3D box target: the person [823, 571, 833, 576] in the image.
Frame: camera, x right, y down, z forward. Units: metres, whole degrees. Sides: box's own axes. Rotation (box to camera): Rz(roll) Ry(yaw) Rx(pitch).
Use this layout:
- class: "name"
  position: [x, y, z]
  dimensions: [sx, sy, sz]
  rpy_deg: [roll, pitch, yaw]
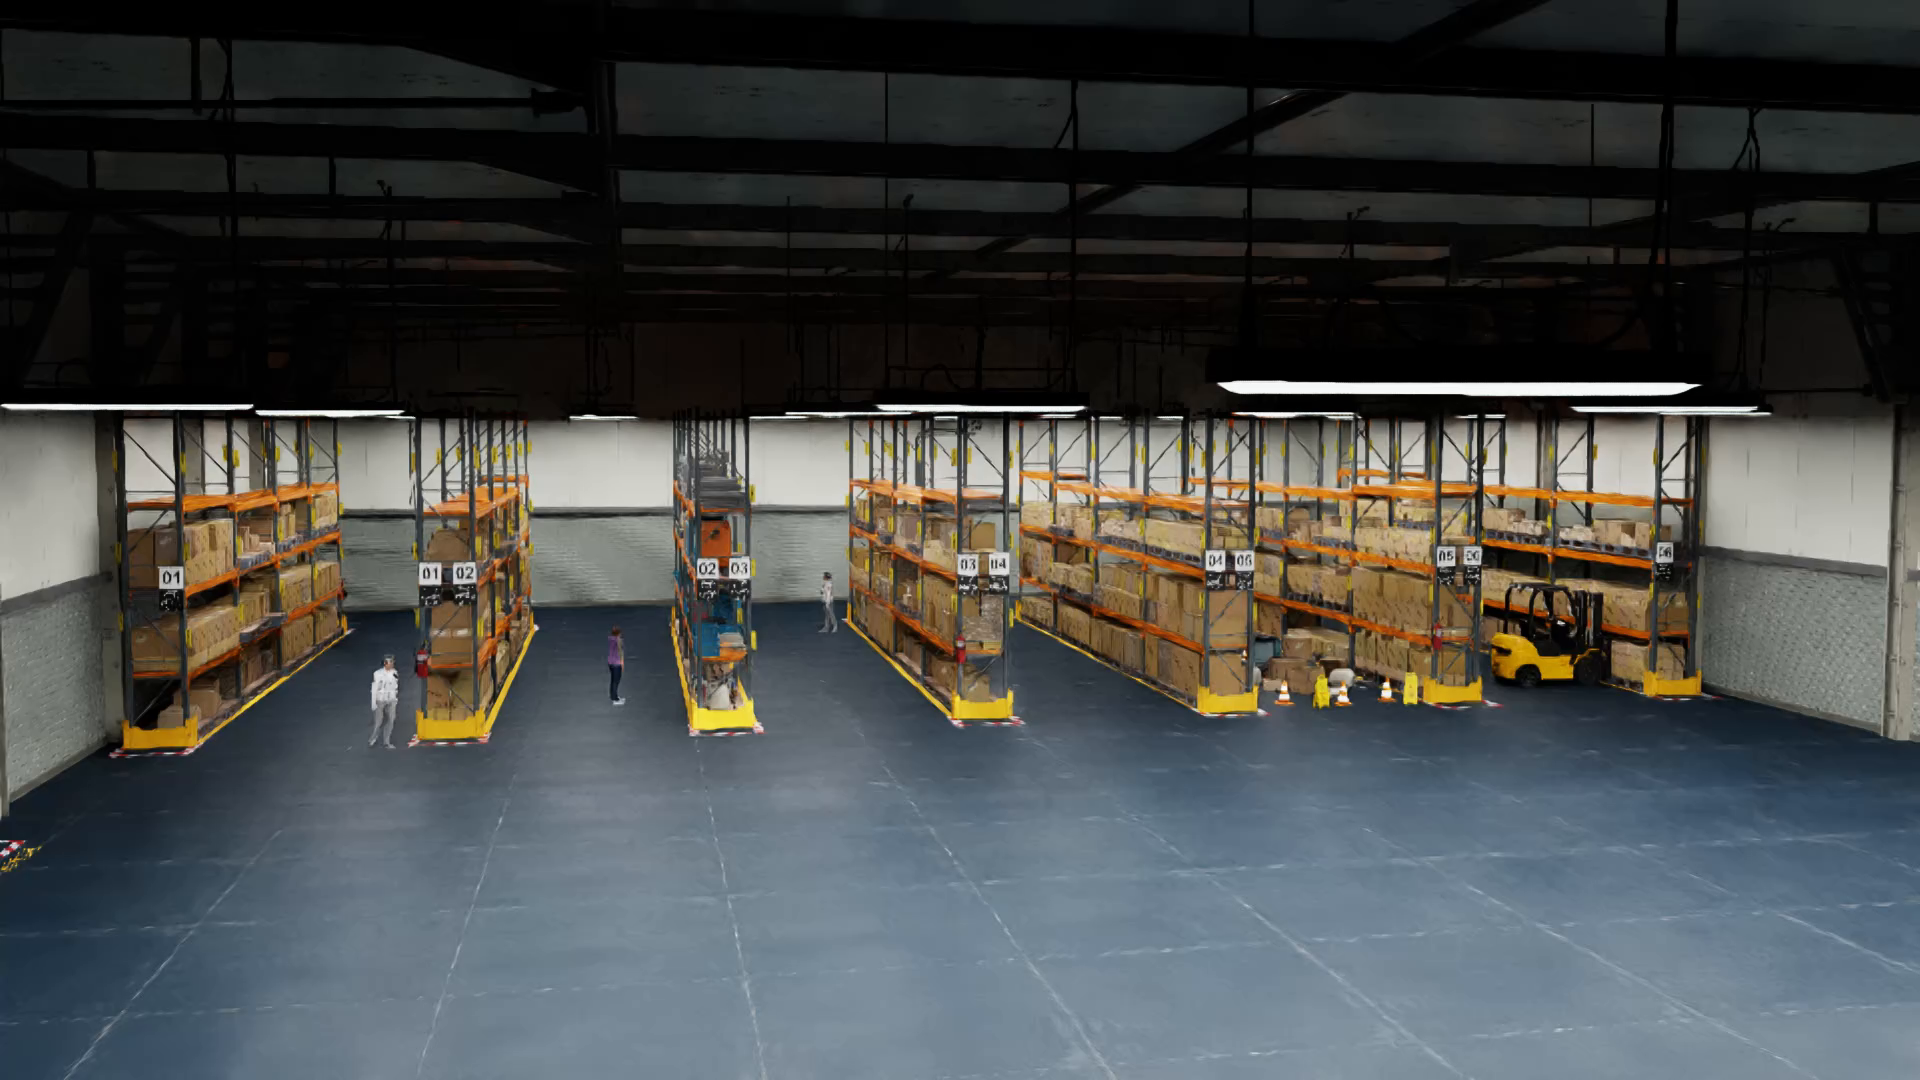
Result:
- class: "person"
  position: [2.749, 1.544, 46.964]
  dimensions: [11.498, 1.662, 7.353]
  rpy_deg: [1, 4, 16]

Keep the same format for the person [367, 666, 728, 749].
- class: "person"
  position: [-7.413, 2.819, 30.801]
  dimensions: [2.328, 1.441, 6.560]
  rpy_deg: [4, 6, 44]

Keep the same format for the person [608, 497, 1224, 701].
- class: "person"
  position: [-1.630, 0.864, 42.749]
  dimensions: [20.554, 3.467, 6.715]
  rpy_deg: [-4, 5, -42]

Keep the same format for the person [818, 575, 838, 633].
- class: "person"
  position: [-3.578, 1.689, 45.061]
  dimensions: [0.558, 1.644, 0.510]
  rpy_deg: [0, 4, -4]
